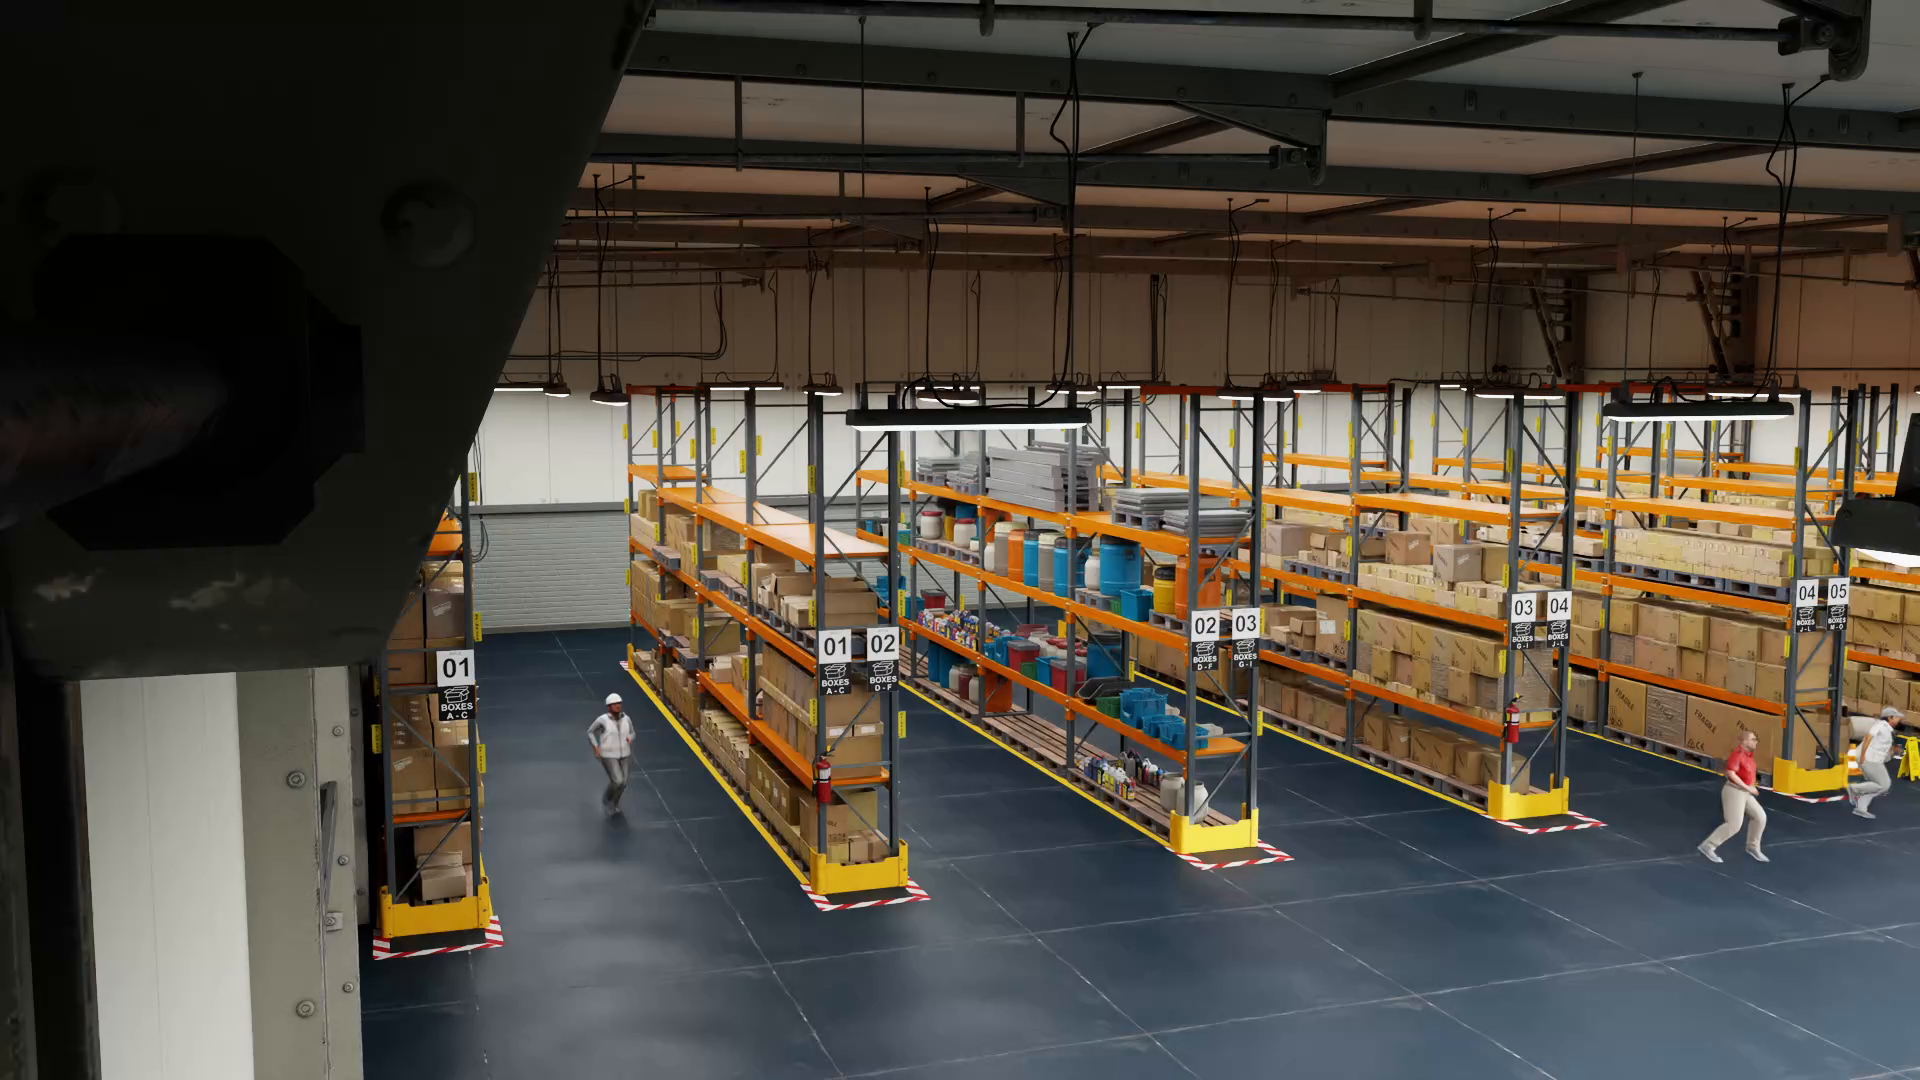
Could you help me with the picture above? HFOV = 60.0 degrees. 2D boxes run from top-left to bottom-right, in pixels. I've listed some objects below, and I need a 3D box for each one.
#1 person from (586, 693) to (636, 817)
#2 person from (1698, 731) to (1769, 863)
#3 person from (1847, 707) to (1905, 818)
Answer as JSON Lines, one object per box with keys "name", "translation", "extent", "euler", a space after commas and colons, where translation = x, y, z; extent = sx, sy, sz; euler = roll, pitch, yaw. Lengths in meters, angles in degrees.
{"name": "person", "translation": [-4.844, 3.035, 23.415], "extent": [0.637, 1.740, 0.659], "euler": [-5, 8, -41]}
{"name": "person", "translation": [9.974, 3.310, 21.351], "extent": [0.759, 1.735, 0.906], "euler": [4, 7, 33]}
{"name": "person", "translation": [12.909, 3.141, 23.467], "extent": [0.684, 1.590, 0.595], "euler": [2, 6, 19]}
